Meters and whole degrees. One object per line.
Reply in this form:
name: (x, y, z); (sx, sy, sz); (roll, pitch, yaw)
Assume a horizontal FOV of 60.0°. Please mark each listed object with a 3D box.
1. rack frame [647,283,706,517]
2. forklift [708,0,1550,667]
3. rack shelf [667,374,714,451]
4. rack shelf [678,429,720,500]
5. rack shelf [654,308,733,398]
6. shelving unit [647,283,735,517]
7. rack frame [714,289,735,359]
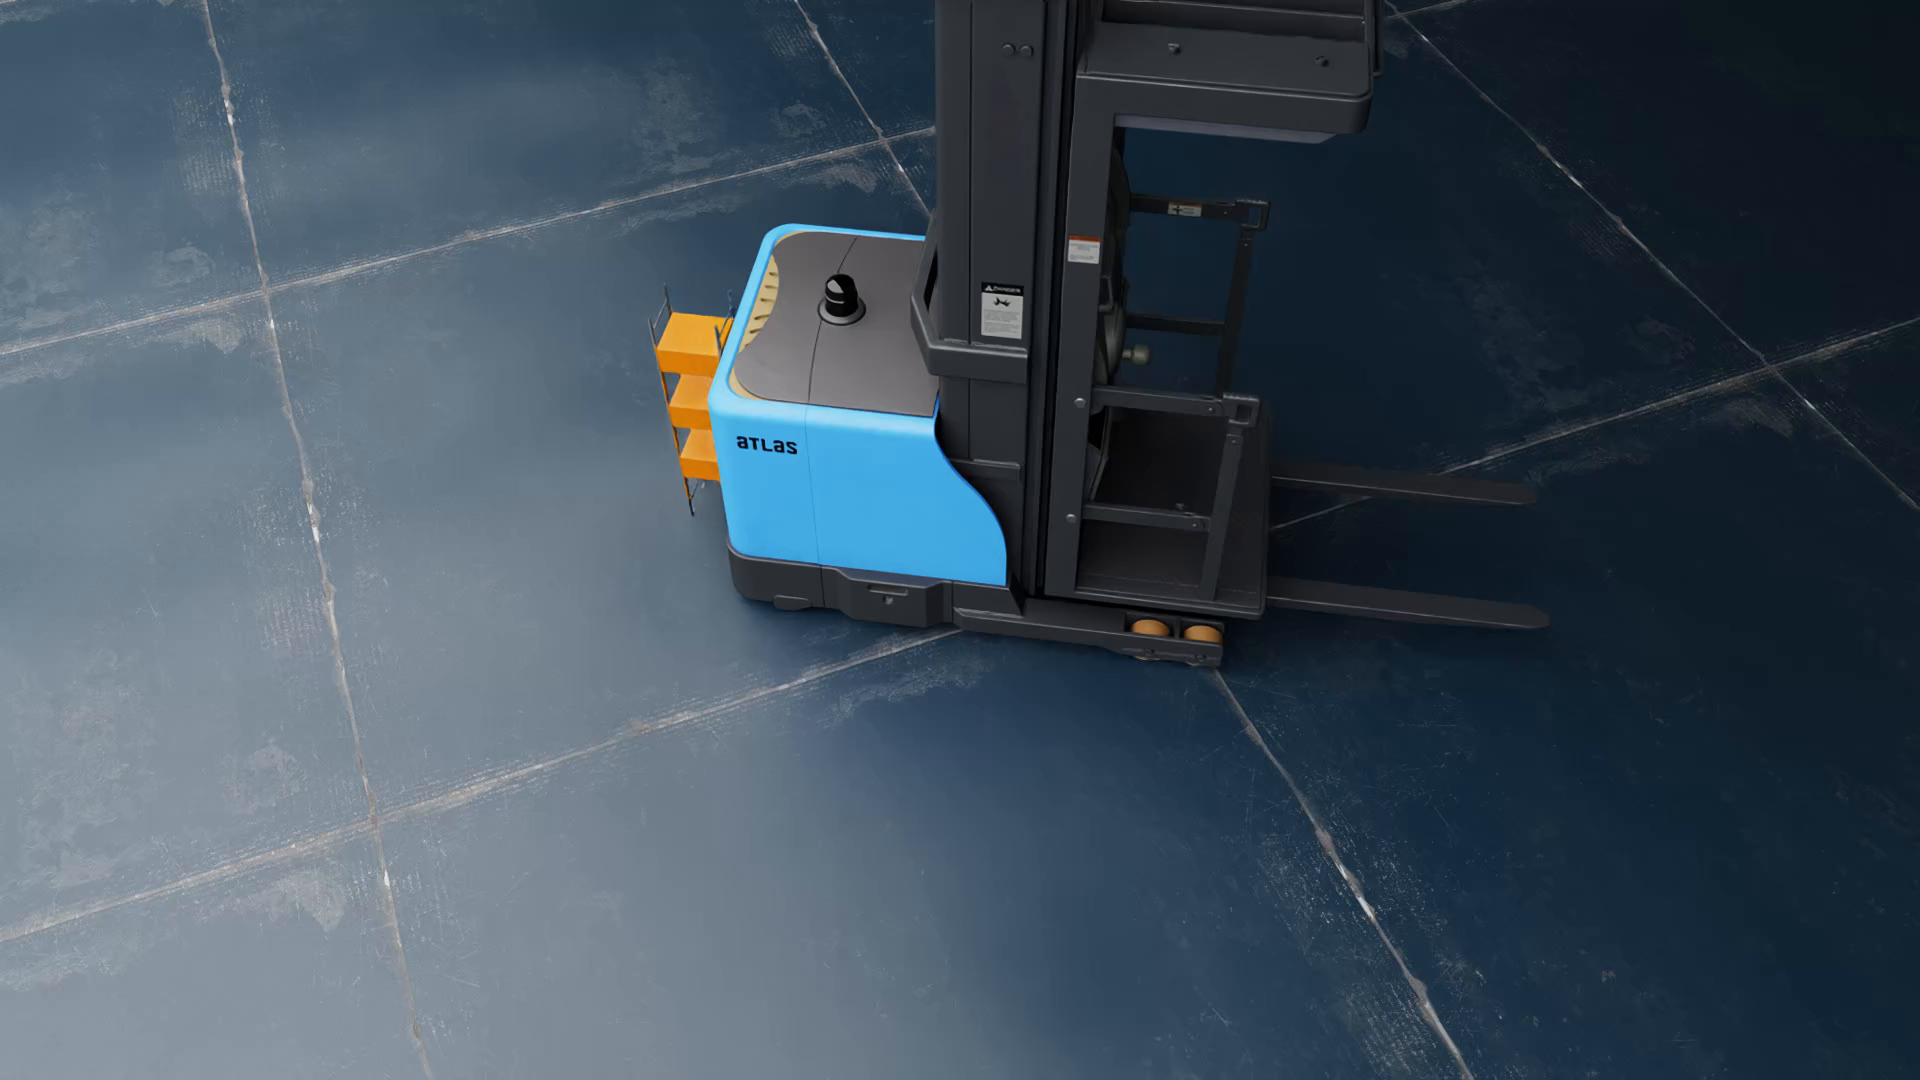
rack frame: (-1.071, -0.511, 6.337); (0.008, 1.050, 0.200); (7, 50, 8)
forklift: (0.690, -0.918, 5.447); (3.031, 2.935, 1.130); (6, 50, 6)
rack shelf: (-0.951, -0.489, 6.328); (0.240, 0.259, 0.215); (7, 50, 8)
rack shelf: (-0.944, -0.307, 6.538); (0.240, 0.259, 0.215); (7, 50, 8)
rack shelf: (-0.958, -0.675, 6.114); (0.240, 0.259, 0.215); (7, 50, 8)
shelving unit: (-0.951, -0.496, 6.320); (0.252, 1.050, 0.215); (7, 50, 8)
rack frame: (-0.831, -0.481, 6.304); (0.008, 1.050, 0.200); (7, 50, 8)
